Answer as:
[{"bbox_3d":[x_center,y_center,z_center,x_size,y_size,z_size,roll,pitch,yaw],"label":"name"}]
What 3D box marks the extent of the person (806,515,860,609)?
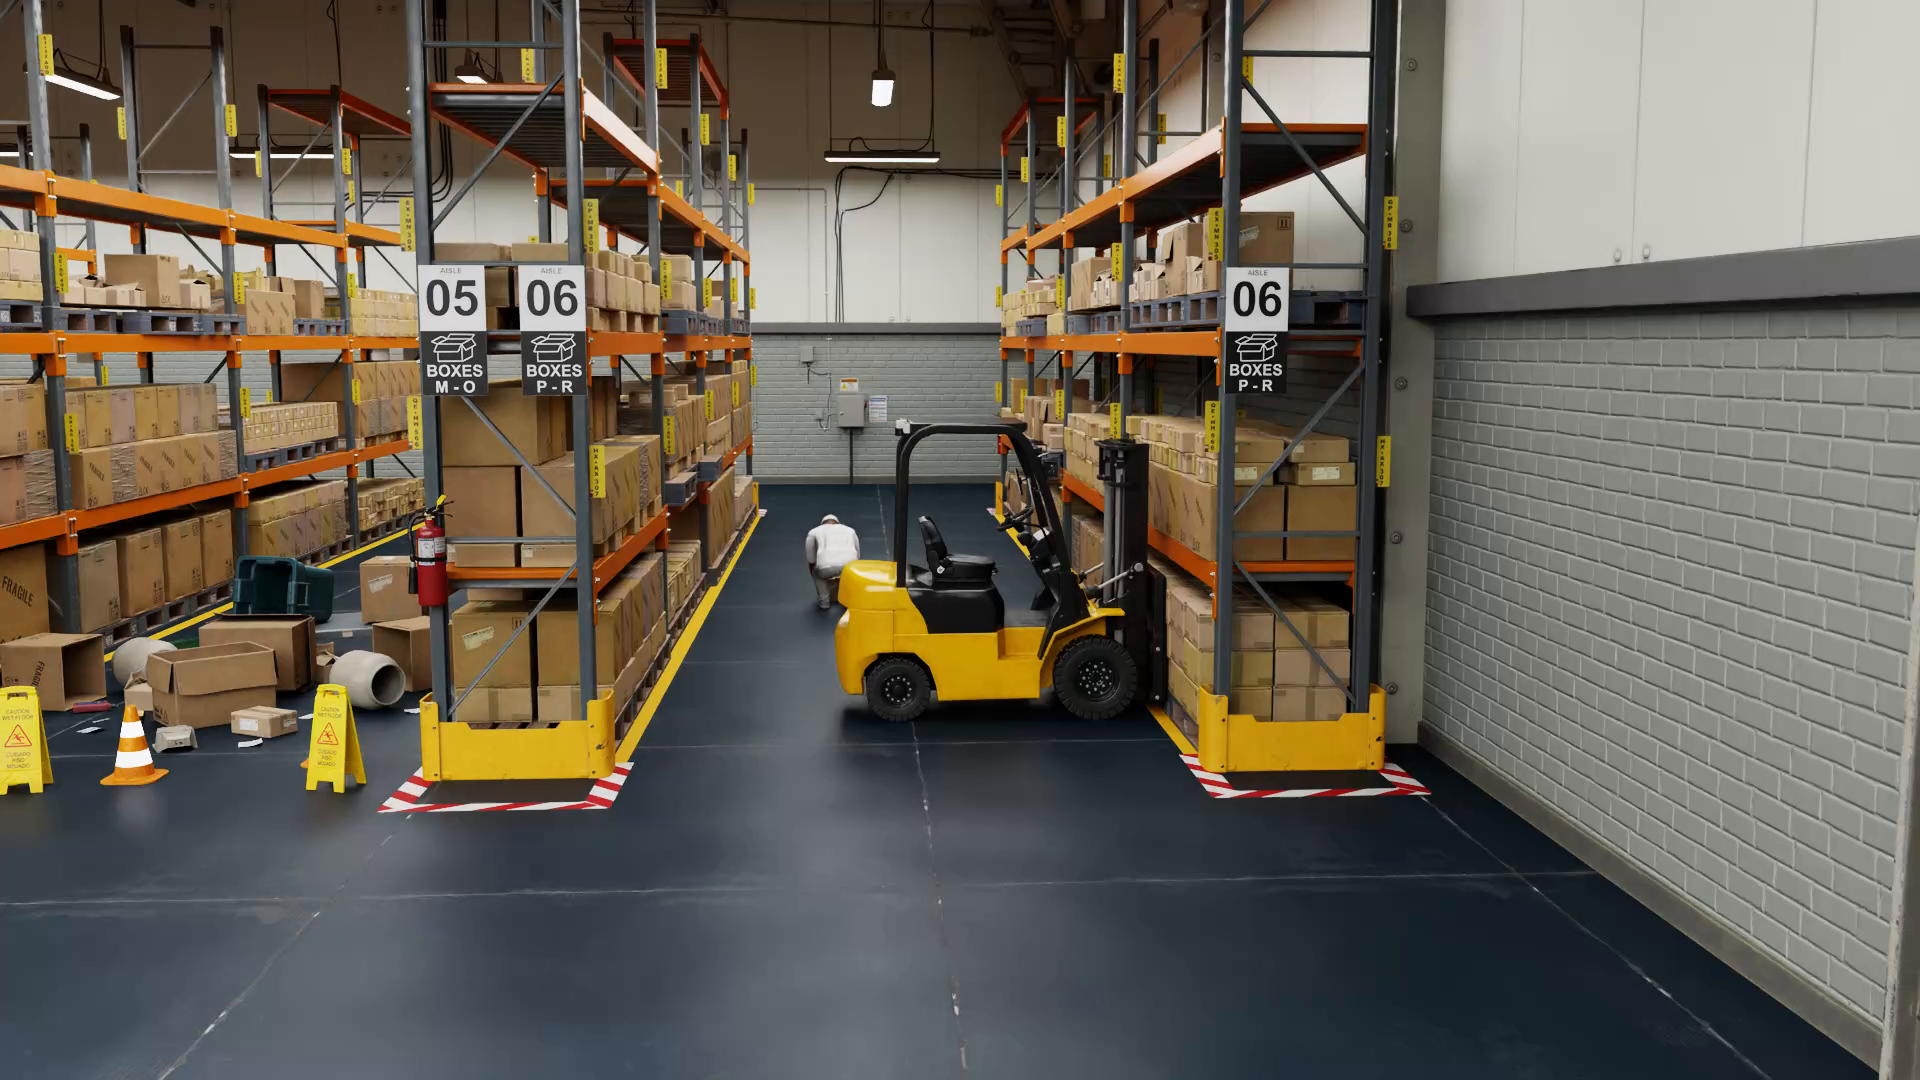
[{"bbox_3d":[-1.328,0.227,17.361,0.567,0.914,0.897,0,7,-4],"label":"person"}]
